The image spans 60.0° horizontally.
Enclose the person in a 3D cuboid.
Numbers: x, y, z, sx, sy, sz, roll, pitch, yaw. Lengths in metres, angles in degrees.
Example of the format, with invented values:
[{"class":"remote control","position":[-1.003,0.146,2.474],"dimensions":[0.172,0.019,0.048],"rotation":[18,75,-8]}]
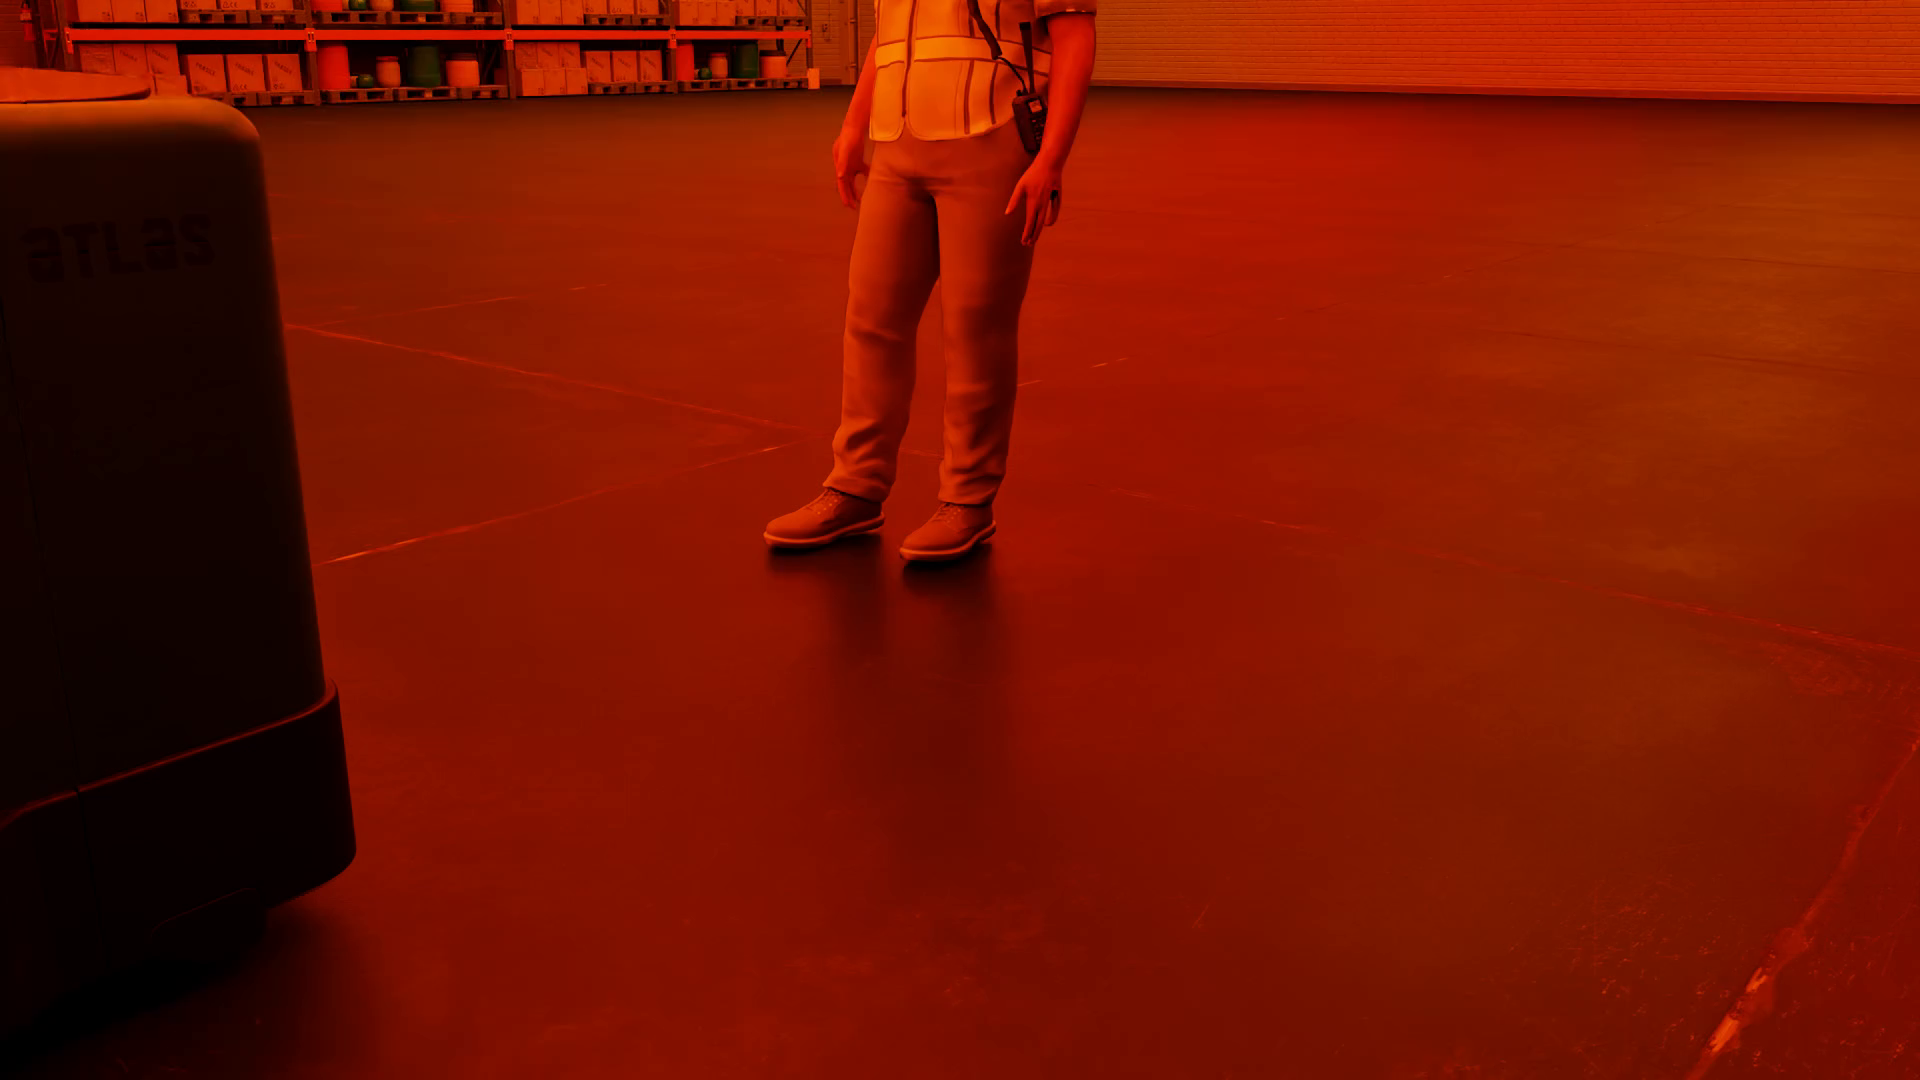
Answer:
[{"class":"person","position":[-0.059,-0.844,3.631],"dimensions":[0.640,1.781,0.575],"rotation":[13,21,37]}]

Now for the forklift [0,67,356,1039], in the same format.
[{"class":"forklift","position":[-2.130,-0.650,1.036],"dimensions":[1.130,2.935,3.031],"rotation":[13,21,36]}]
